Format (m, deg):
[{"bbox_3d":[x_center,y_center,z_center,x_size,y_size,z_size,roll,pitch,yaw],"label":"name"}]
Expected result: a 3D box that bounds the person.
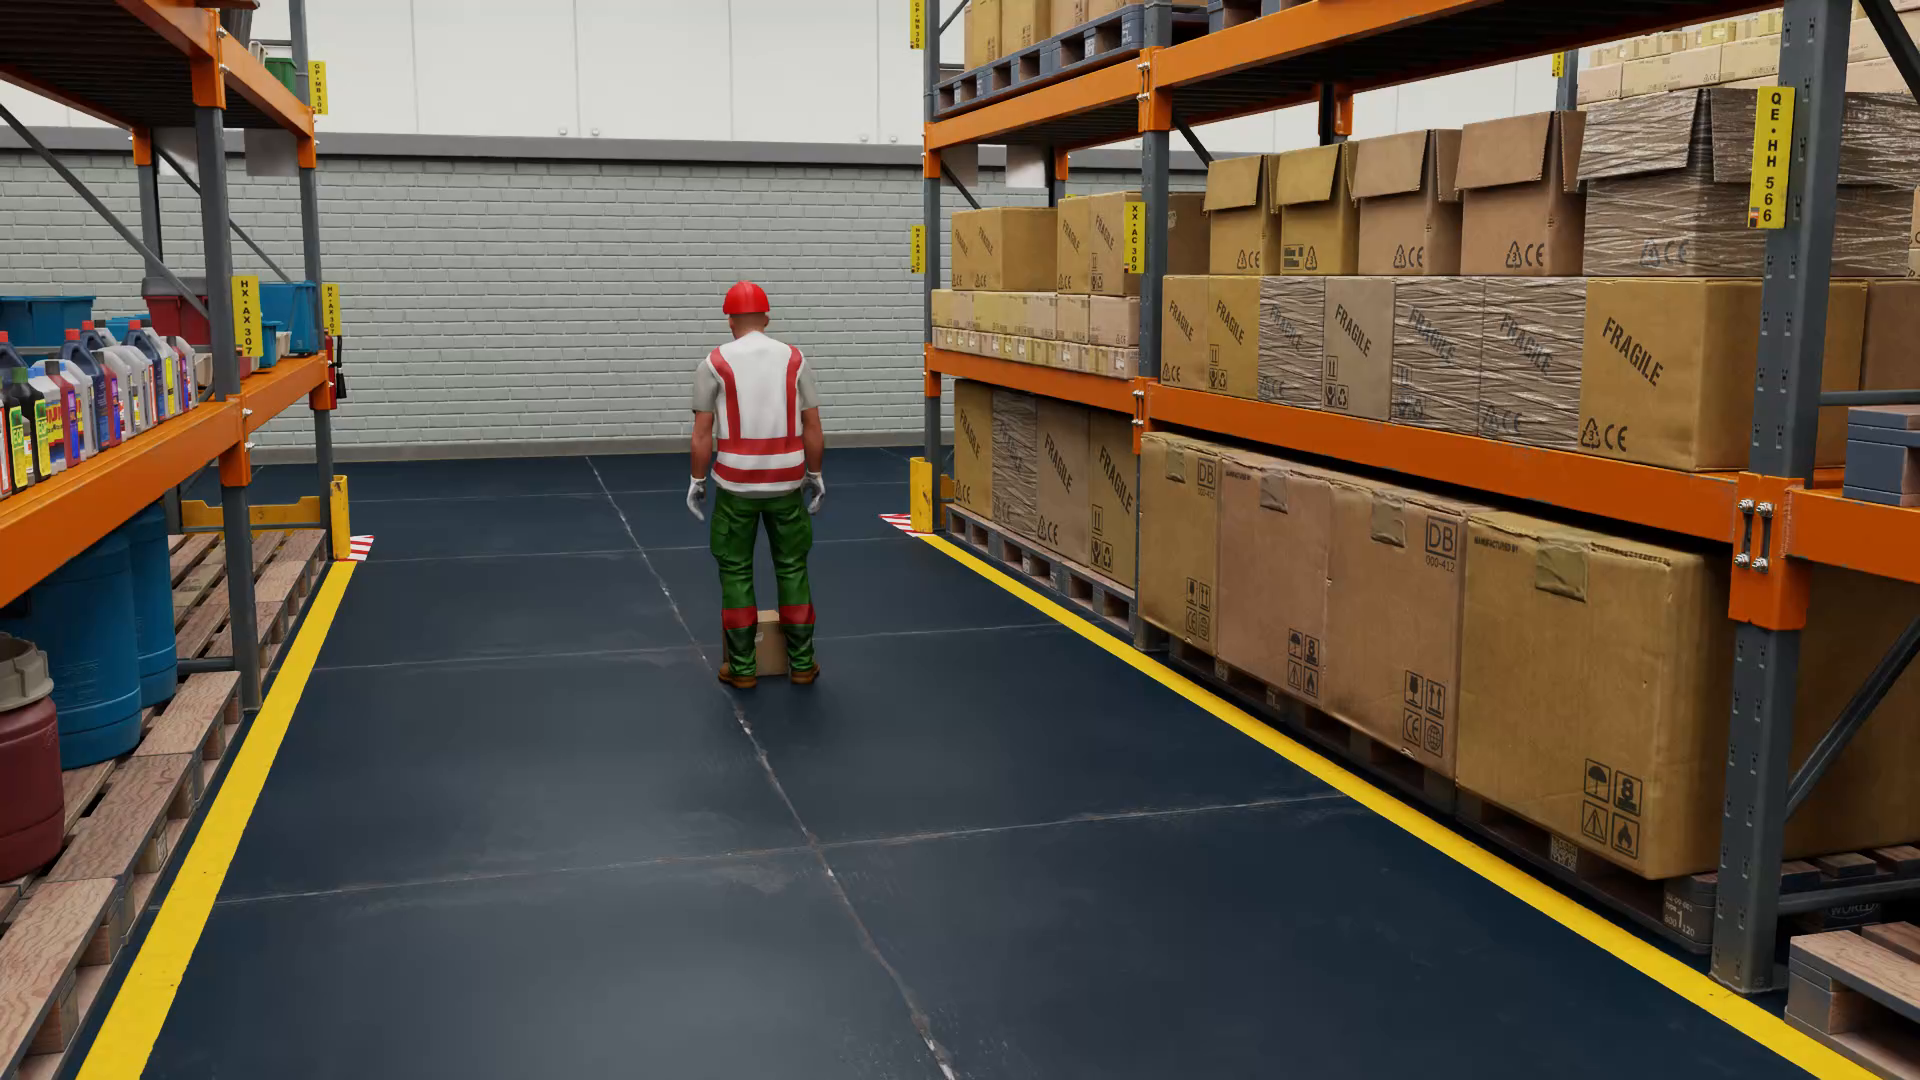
[{"bbox_3d":[-0.893,-0.243,7.331,0.623,1.779,0.452,-3,10,-18],"label":"person"}]
